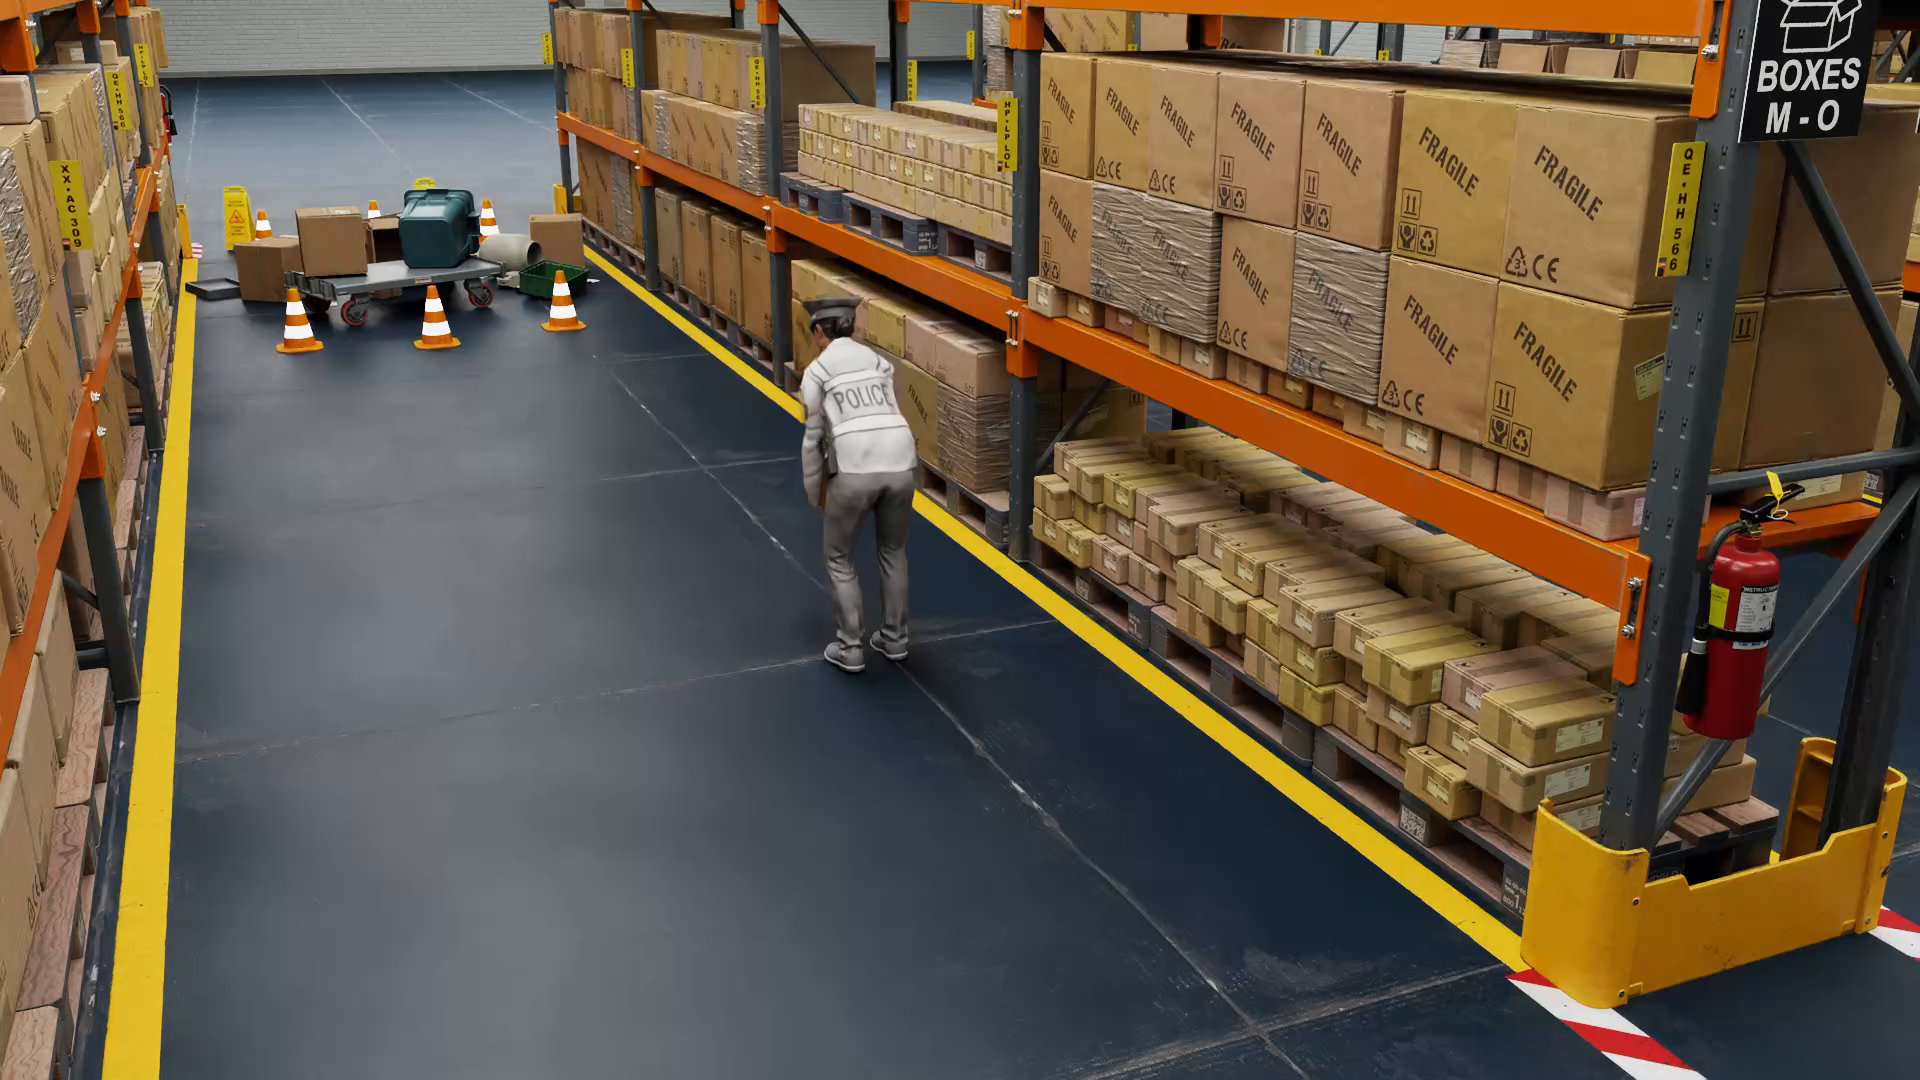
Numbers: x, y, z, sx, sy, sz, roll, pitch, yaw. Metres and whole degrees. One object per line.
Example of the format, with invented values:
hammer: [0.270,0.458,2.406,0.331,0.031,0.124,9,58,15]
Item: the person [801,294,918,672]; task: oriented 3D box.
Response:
person: [-0.445,-0.244,6.990,0.405,1.530,0.693,-8,21,-23]
